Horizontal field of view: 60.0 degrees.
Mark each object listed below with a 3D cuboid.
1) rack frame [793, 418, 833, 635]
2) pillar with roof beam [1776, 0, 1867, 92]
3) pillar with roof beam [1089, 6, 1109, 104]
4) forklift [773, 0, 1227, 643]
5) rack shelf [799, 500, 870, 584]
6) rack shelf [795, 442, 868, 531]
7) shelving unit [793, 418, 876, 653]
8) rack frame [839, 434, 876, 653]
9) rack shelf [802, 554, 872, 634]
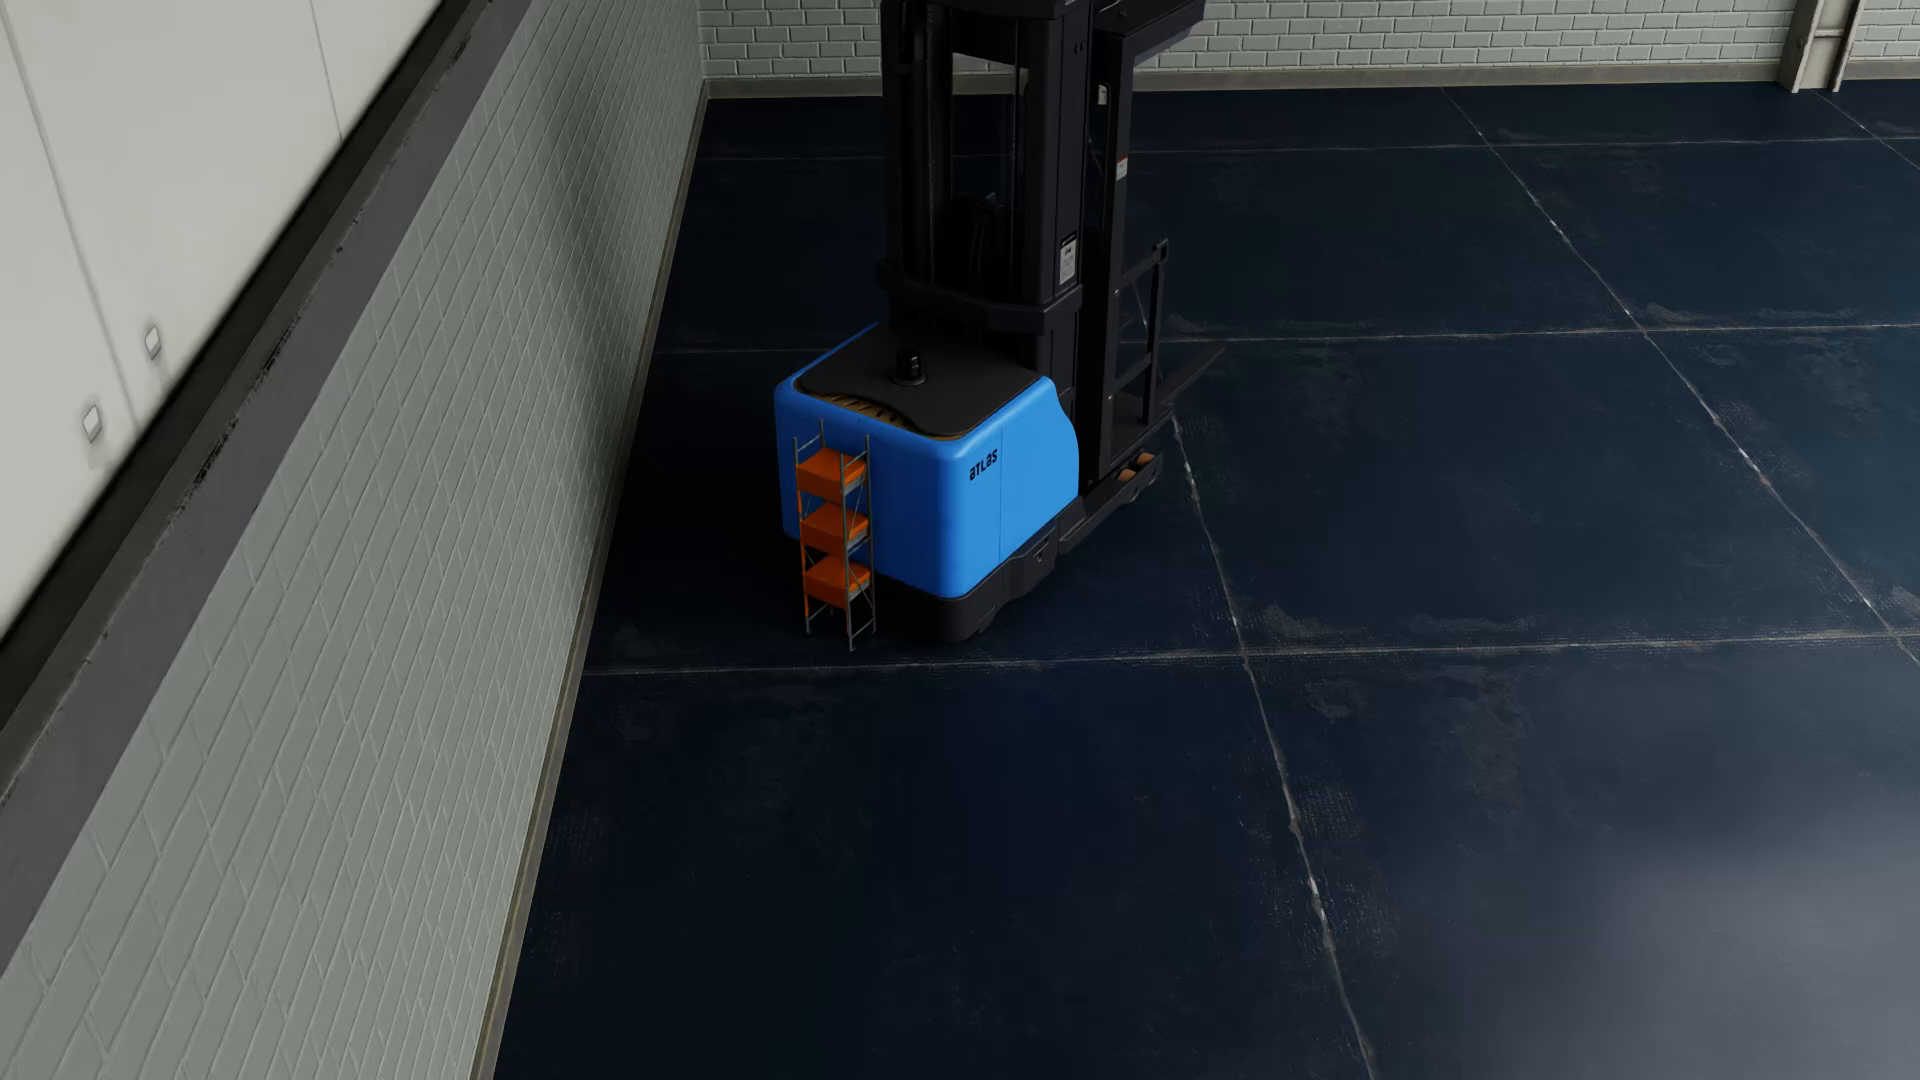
[{"bbox_3d":[-0.648,-0.045,7.393,0.008,1.050,0.200,20,40,27],"label":"rack frame"},{"bbox_3d":[7.144,-4.980,7.539,0.400,9.000,9.100,-2,35,-2],"label":"pillar with roof beam"},{"bbox_3d":[1.150,-4.819,7.305,0.400,9.000,9.100,-2,35,-2],"label":"pillar with roof beam"},{"bbox_3d":[0.399,-1.540,7.900,1.130,2.935,3.031,21,40,27],"label":"forklift"},{"bbox_3d":[-0.546,0.002,7.344,0.240,0.259,0.215,20,40,27],"label":"rack shelf"},{"bbox_3d":[-0.546,-0.232,7.182,0.240,0.259,0.215,20,40,27],"label":"rack shelf"},{"bbox_3d":[-0.546,-0.007,7.338,0.252,1.050,0.215,20,40,27],"label":"shelving unit"},{"bbox_3d":[-0.444,0.031,7.283,0.008,1.050,0.200,20,40,27],"label":"rack frame"},{"bbox_3d":[-0.546,0.230,7.502,0.240,0.259,0.215,20,40,27],"label":"rack shelf"}]
